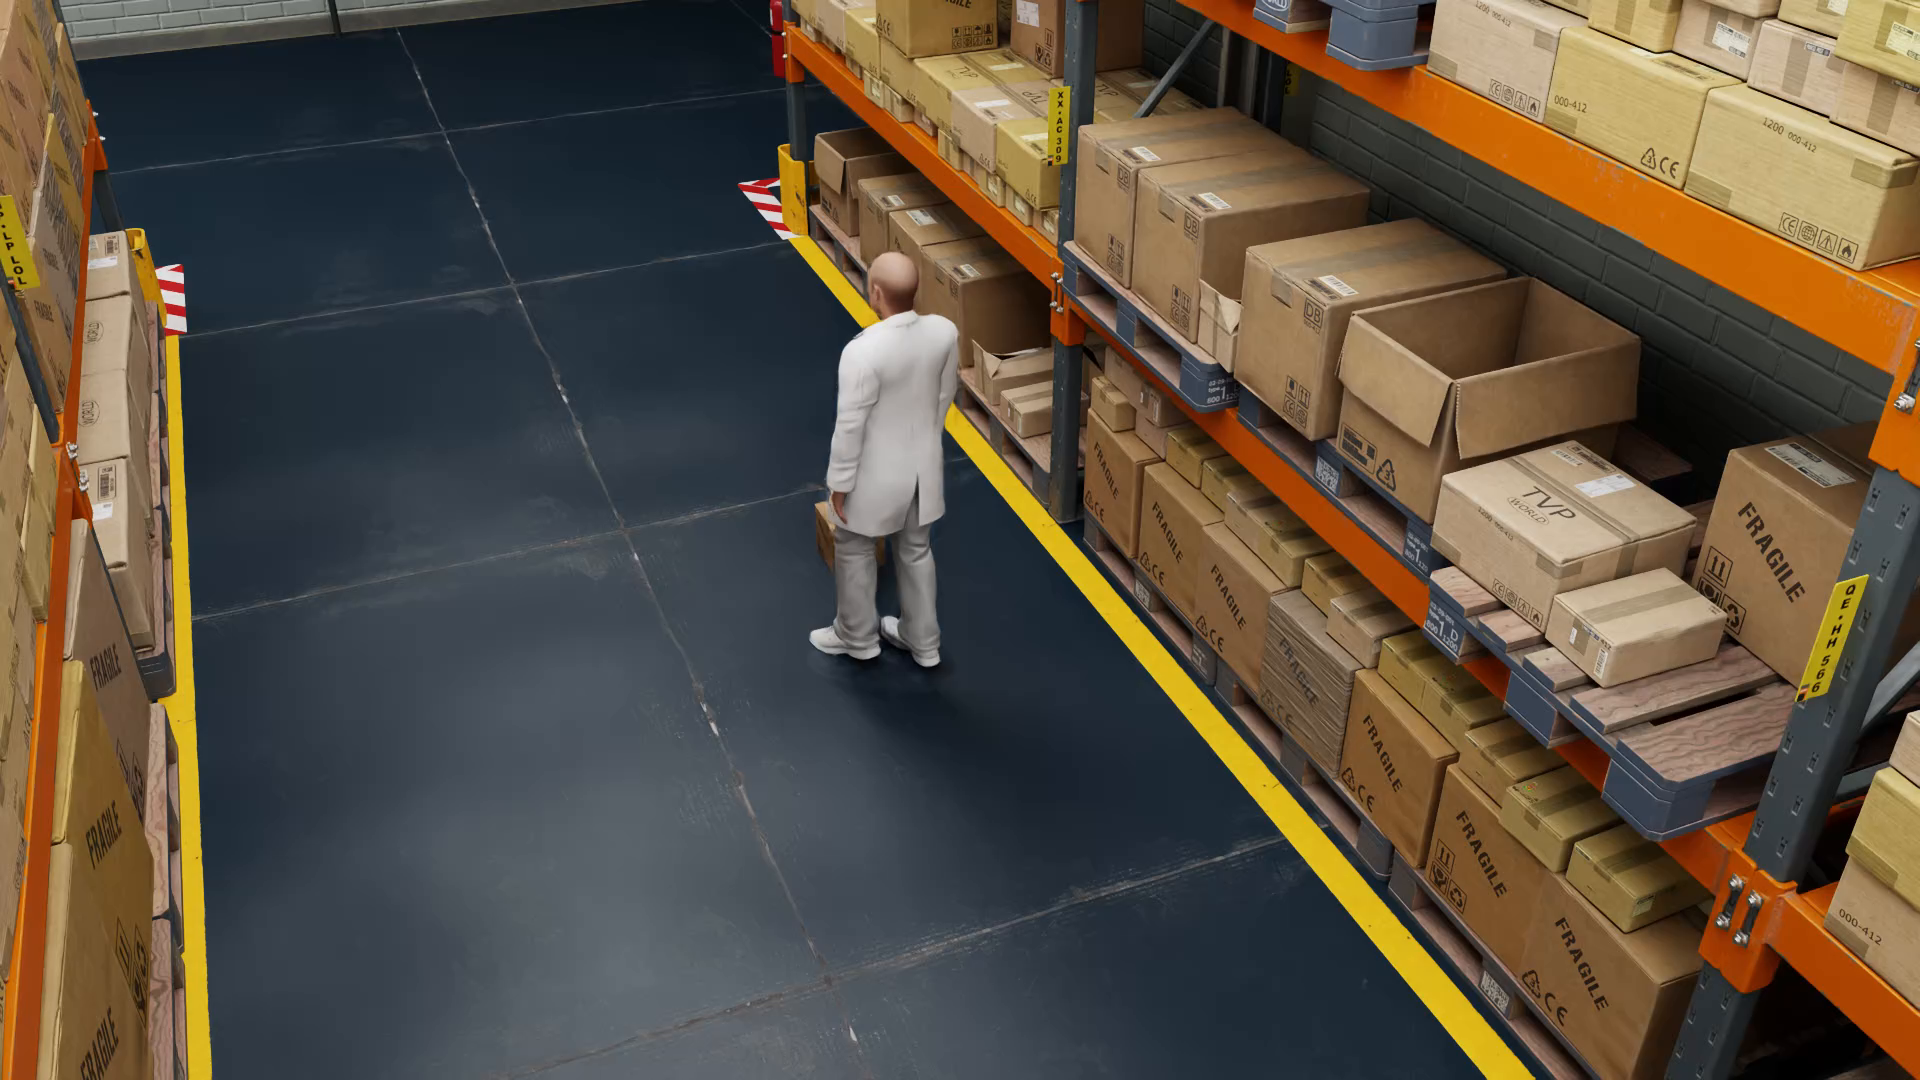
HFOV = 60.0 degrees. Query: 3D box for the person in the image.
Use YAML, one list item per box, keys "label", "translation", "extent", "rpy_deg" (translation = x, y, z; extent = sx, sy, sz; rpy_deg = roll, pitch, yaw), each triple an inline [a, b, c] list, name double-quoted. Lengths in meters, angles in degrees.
- label: "person"
  translation: [-0.305, -0.290, 6.595]
  extent: [0.614, 1.812, 0.548]
  rpy_deg: [-23, 40, -31]
